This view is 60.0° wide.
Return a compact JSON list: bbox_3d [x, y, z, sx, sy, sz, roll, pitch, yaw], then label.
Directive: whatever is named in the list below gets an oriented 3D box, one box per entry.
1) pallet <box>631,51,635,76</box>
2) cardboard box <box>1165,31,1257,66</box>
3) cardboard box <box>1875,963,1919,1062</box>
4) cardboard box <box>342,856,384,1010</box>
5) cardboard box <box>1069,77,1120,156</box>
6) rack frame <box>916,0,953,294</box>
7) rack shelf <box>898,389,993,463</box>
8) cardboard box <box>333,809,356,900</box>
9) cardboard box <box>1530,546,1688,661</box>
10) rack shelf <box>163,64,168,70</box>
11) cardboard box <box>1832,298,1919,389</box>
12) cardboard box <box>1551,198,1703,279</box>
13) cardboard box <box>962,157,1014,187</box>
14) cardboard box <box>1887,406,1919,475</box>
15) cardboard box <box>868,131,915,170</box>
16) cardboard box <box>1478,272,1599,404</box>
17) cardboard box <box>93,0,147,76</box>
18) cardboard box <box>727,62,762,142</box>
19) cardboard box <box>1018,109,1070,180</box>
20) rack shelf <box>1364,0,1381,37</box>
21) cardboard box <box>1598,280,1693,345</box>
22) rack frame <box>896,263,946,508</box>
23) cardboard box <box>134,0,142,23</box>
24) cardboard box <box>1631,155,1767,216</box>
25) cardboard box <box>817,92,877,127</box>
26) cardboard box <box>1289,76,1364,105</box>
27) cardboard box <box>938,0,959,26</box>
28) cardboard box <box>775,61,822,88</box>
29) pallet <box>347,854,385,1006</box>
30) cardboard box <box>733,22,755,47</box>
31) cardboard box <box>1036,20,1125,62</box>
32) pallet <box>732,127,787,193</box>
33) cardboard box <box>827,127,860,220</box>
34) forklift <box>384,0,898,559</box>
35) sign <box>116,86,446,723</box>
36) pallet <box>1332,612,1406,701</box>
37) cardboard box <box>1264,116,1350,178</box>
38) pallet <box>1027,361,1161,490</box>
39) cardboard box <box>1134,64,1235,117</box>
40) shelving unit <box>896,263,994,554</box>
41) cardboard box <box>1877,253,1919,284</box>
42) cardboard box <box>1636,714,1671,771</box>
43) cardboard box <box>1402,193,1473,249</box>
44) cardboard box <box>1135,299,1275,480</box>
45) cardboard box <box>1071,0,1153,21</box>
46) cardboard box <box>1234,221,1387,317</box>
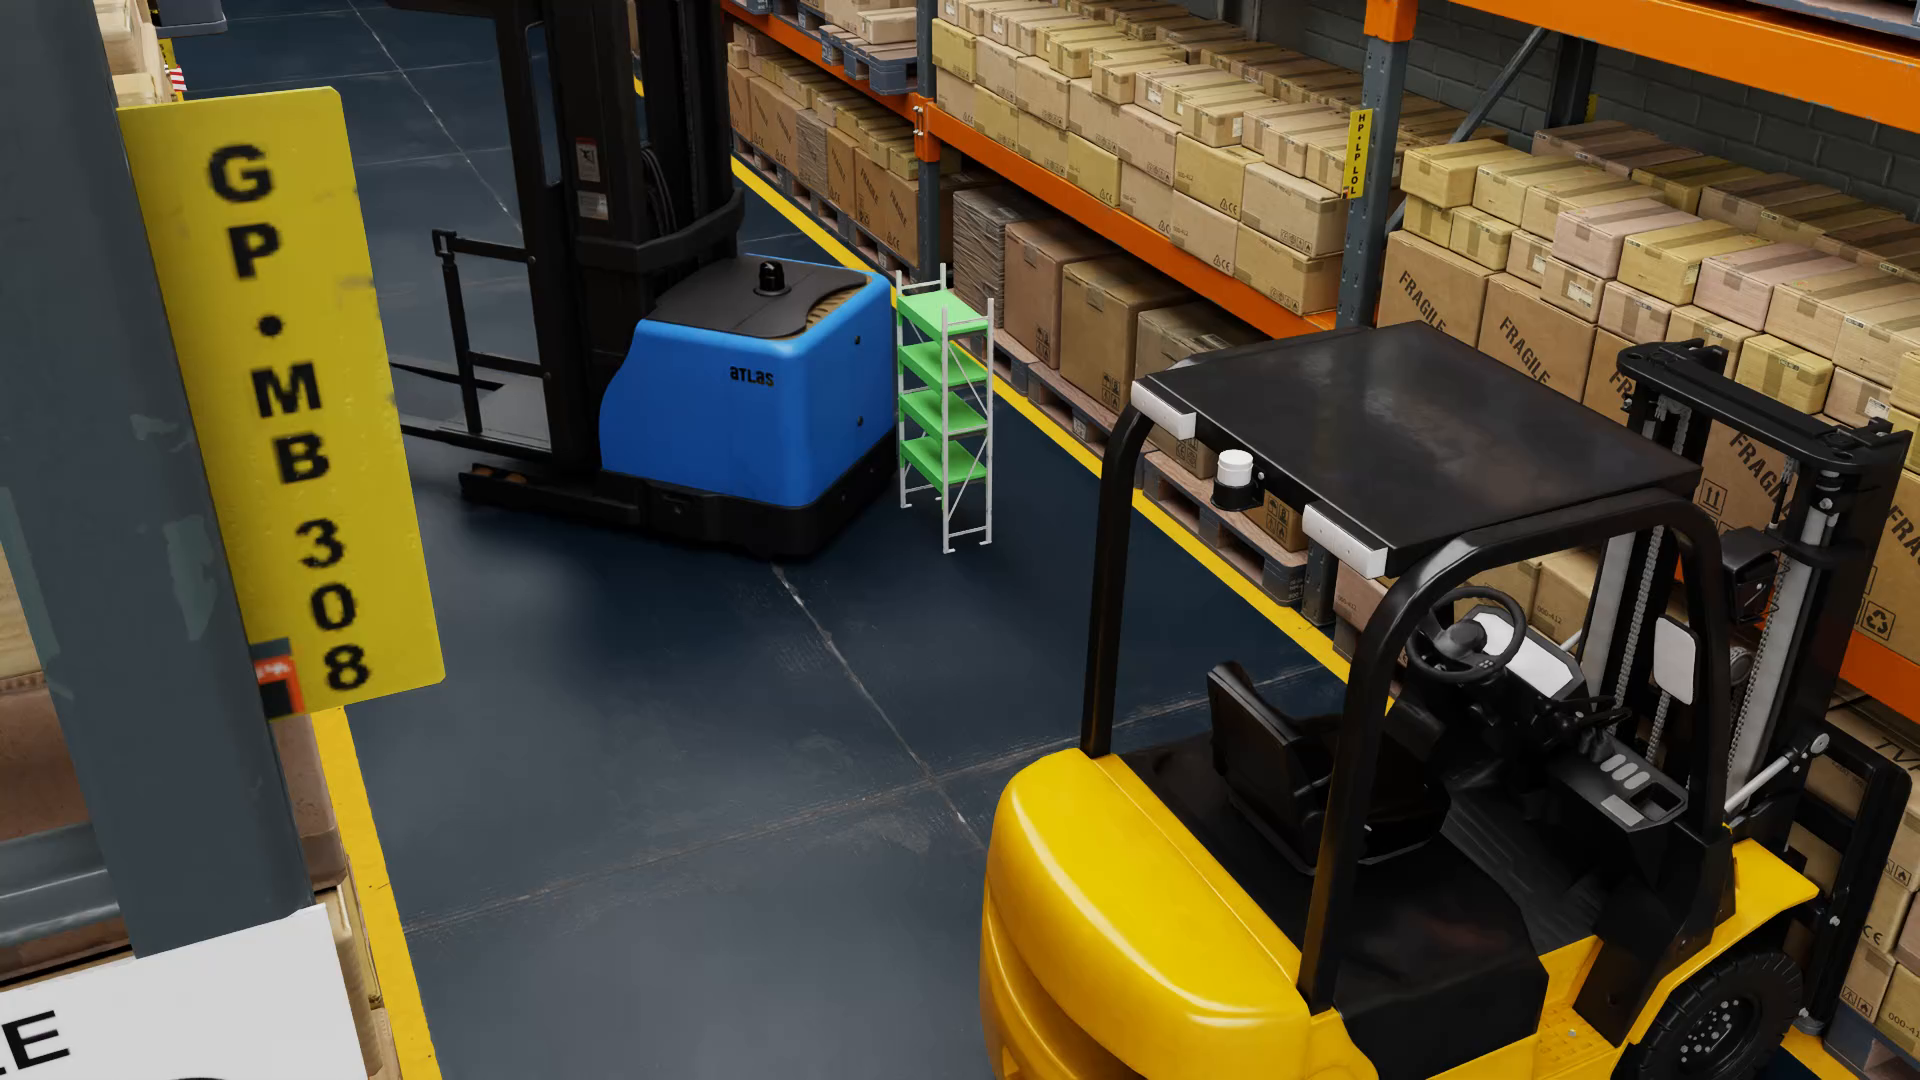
[{"bbox_3d":[-2.831,-4.761,16.025,1.003,0.211,1.213,-13,32,-22],"label":"pallet"},{"bbox_3d":[1.227,-2.380,8.162,0.380,0.149,0.250,-12,31,-21],"label":"cardboard box"},{"bbox_3d":[2.970,1.358,4.643,0.500,0.250,0.500,-13,32,-22],"label":"cardboard box"},{"bbox_3d":[-1.217,0.855,2.752,0.500,0.500,0.500,-14,32,-23],"label":"cardboard box"},{"bbox_3d":[0.862,-2.058,7.995,0.500,0.250,0.500,-13,32,-21],"label":"cardboard box"},{"bbox_3d":[0.228,-2.829,9.728,1.000,3.000,0.127,-13,32,-22],"label":"rack frame"},{"bbox_3d":[-0.071,-0.541,7.618,0.258,0.148,0.480,-13,32,-22],"label":"rack shelf"},{"bbox_3d":[-1.820,1.100,4.336,0.500,0.500,0.500,-12,32,-21],"label":"cardboard box"},{"bbox_3d":[2.304,0.243,5.609,0.500,0.250,0.500,-12,31,-20],"label":"cardboard box"},{"bbox_3d":[-3.395,-1.896,5.733,1.077,0.370,4.000,-13,32,-22],"label":"rack shelf"},{"bbox_3d":[2.654,-0.542,4.580,0.380,0.149,0.250,-13,32,-21],"label":"cardboard box"},{"bbox_3d":[2.143,-0.973,5.348,0.380,0.149,0.250,-12,32,-21],"label":"cardboard box"},{"bbox_3d":[0.300,-2.167,10.674,0.500,0.500,0.500,-12,31,-20],"label":"cardboard box"},{"bbox_3d":[2.688,-0.277,4.412,0.380,0.149,0.250,-13,32,-22],"label":"cardboard box"},{"bbox_3d":[-0.358,-2.484,10.576,0.380,0.149,0.250,-15,33,-25],"label":"cardboard box"},{"bbox_3d":[2.138,-0.628,5.701,0.500,0.500,0.500,-13,32,-21],"label":"cardboard box"},{"bbox_3d":[-1.233,-0.577,2.088,0.380,0.149,0.250,-12,32,-21],"label":"cardboard box"},{"bbox_3d":[-1.485,-3.428,12.922,0.500,0.500,0.500,-12,31,-20],"label":"cardboard box"},{"bbox_3d":[0.637,-2.067,8.522,0.500,0.250,0.500,-14,32,-24],"label":"cardboard box"},{"bbox_3d":[1.086,-2.940,7.595,1.077,0.370,4.000,-13,32,-22],"label":"rack shelf"},{"bbox_3d":[2.244,-0.728,5.217,0.380,0.149,0.250,-13,32,-22],"label":"cardboard box"},{"bbox_3d":[-0.176,-0.704,7.779,0.240,1.200,0.015,-13,32,-22],"label":"rack frame"},{"bbox_3d":[-1.680,-0.801,2.894,0.500,0.250,0.500,-14,32,-23],"label":"cardboard box"},{"bbox_3d":[2.551,-1.207,5.766,0.380,0.149,0.250,-13,32,-22],"label":"cardboard box"},{"bbox_3d":[-0.757,-2.961,11.427,0.380,0.149,0.250,-15,32,-24],"label":"cardboard box"},{"bbox_3d":[1.685,-1.937,7.373,0.380,0.149,0.250,-13,32,-22],"label":"cardboard box"},{"bbox_3d":[0.099,-2.953,9.184,0.380,0.149,0.250,-12,31,-21],"label":"cardboard box"},{"bbox_3d":[-1.137,-3.422,12.249,0.380,0.149,0.250,-14,32,-23],"label":"cardboard box"},{"bbox_3d":[-2.216,1.487,4.882,1.003,0.211,1.213,-13,32,-22],"label":"pallet"},{"bbox_3d":[-1.521,-3.900,12.797,0.380,0.149,0.250,-14,32,-23],"label":"cardboard box"},{"bbox_3d":[0.606,-2.510,8.393,0.380,0.149,0.250,-13,32,-21],"label":"cardboard box"},{"bbox_3d":[-1.106,-3.028,12.935,1.003,0.211,1.213,-13,32,-22],"label":"pallet"},{"bbox_3d":[-0.580,-2.517,11.299,0.500,0.500,0.500,-12,31,-20],"label":"cardboard box"},{"bbox_3d":[-1.874,-1.652,7.700,3.031,2.935,1.130,12,31,20],"label":"forklift"},{"bbox_3d":[-0.329,-0.055,0.820,0.100,0.325,0.005,-13,32,-22],"label":"sign"},{"bbox_3d":[2.249,0.514,6.617,1.003,0.211,1.213,-13,32,-22],"label":"pallet"},{"bbox_3d":[1.471,-1.603,6.776,0.380,0.149,0.250,-14,32,-23],"label":"cardboard box"},{"bbox_3d":[1.066,-0.703,8.787,1.003,0.211,1.213,-13,32,-22],"label":"pallet"},{"bbox_3d":[1.023,-2.051,7.575,0.380,0.149,0.250,-13,32,-22],"label":"cardboard box"},{"bbox_3d":[-0.071,-0.596,7.587,0.258,1.200,0.503,-13,32,-22],"label":"shelving unit"},{"bbox_3d":[2.956,-0.750,4.951,0.380,0.149,0.250,-12,31,-21],"label":"cardboard box"},{"bbox_3d":[2.513,0.684,5.333,0.500,0.250,0.500,-13,32,-22],"label":"cardboard box"},{"bbox_3d":[1.844,-1.193,6.044,0.380,0.149,0.250,-14,32,-23],"label":"cardboard box"},{"bbox_3d":[1.385,-0.782,8.076,0.875,0.625,0.625,-13,32,-22],"label":"cardboard box"},{"bbox_3d":[0.820,-2.835,8.973,0.380,0.149,0.250,-13,32,-22],"label":"cardboard box"},{"bbox_3d":[1.492,-1.164,6.913,0.500,0.250,0.500,-12,32,-21],"label":"cardboard box"}]
